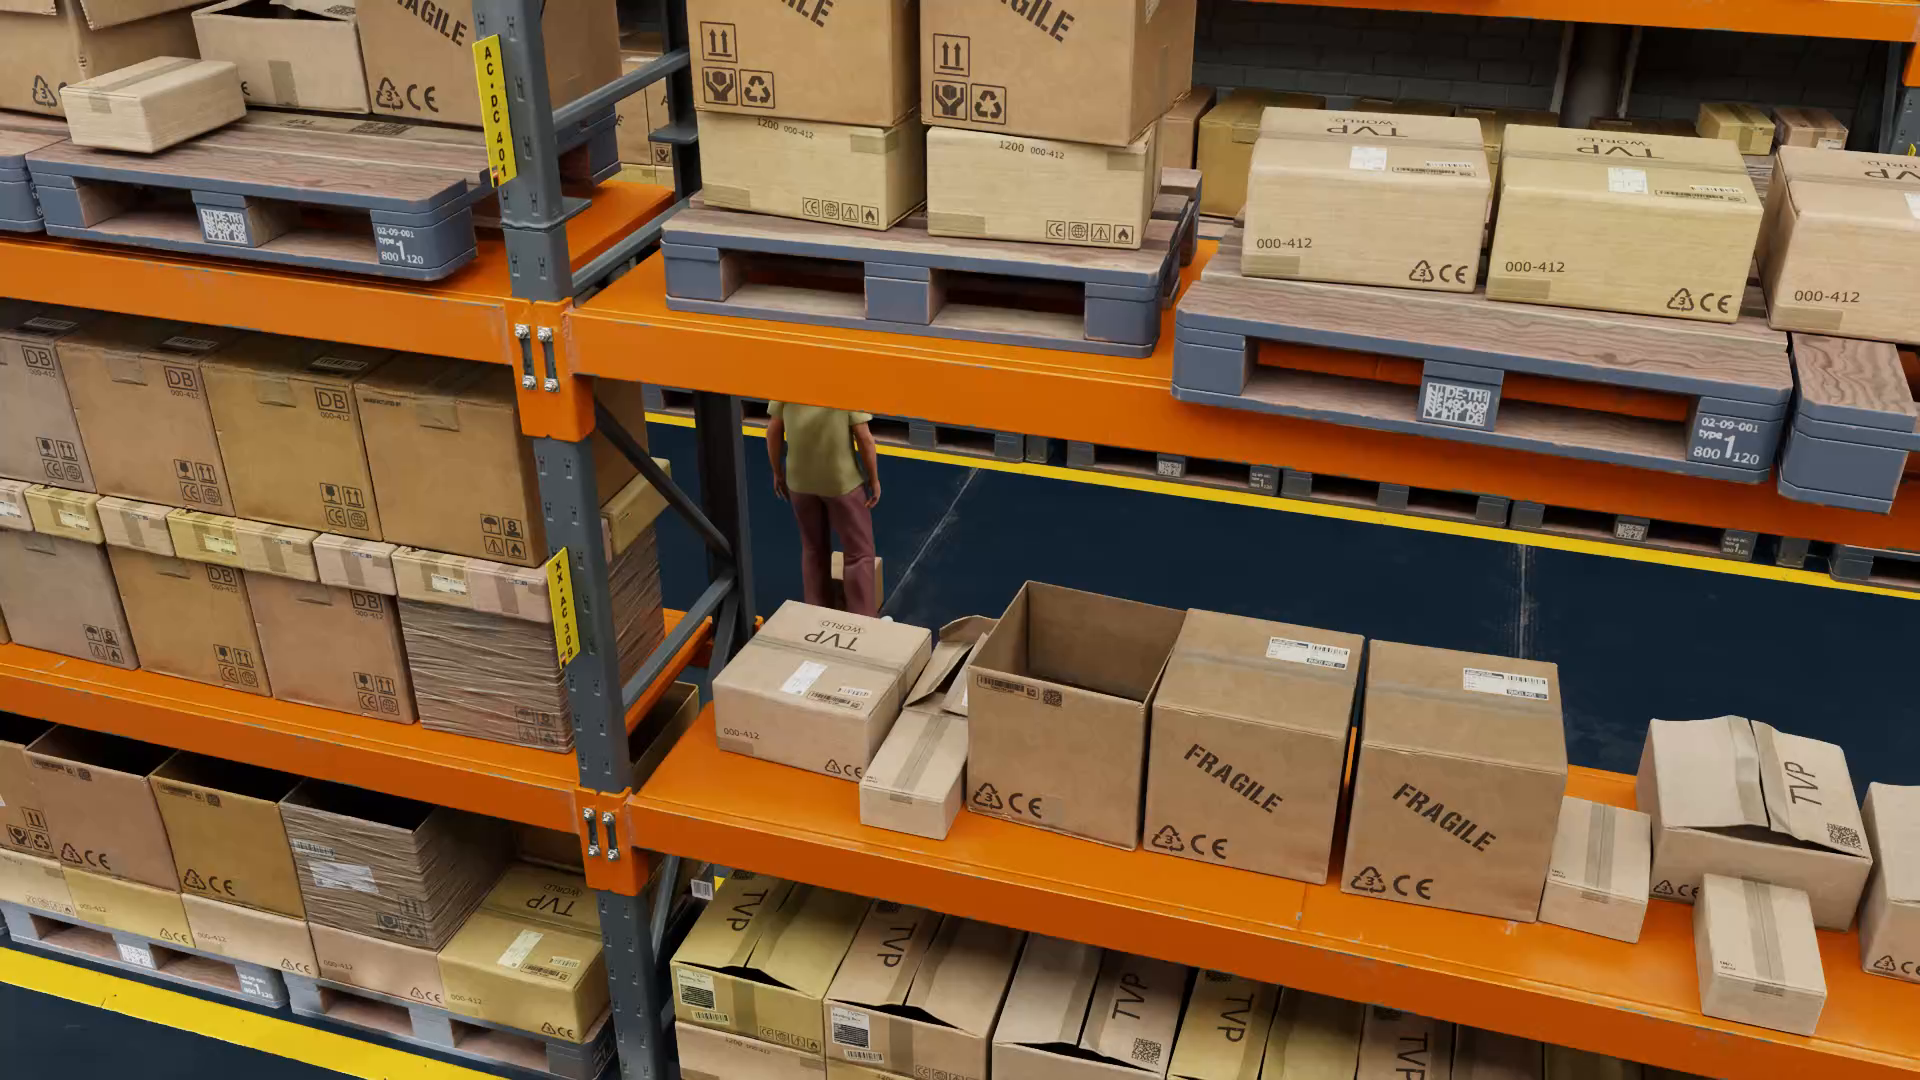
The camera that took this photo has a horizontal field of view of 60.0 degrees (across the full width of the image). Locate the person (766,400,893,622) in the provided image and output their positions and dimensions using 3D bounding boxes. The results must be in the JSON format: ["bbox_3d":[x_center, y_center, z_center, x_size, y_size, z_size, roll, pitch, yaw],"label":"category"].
[{"bbox_3d":[-0.592,-0.279,7.572,0.521,1.671,0.412,7,30,12],"label":"person"}]
